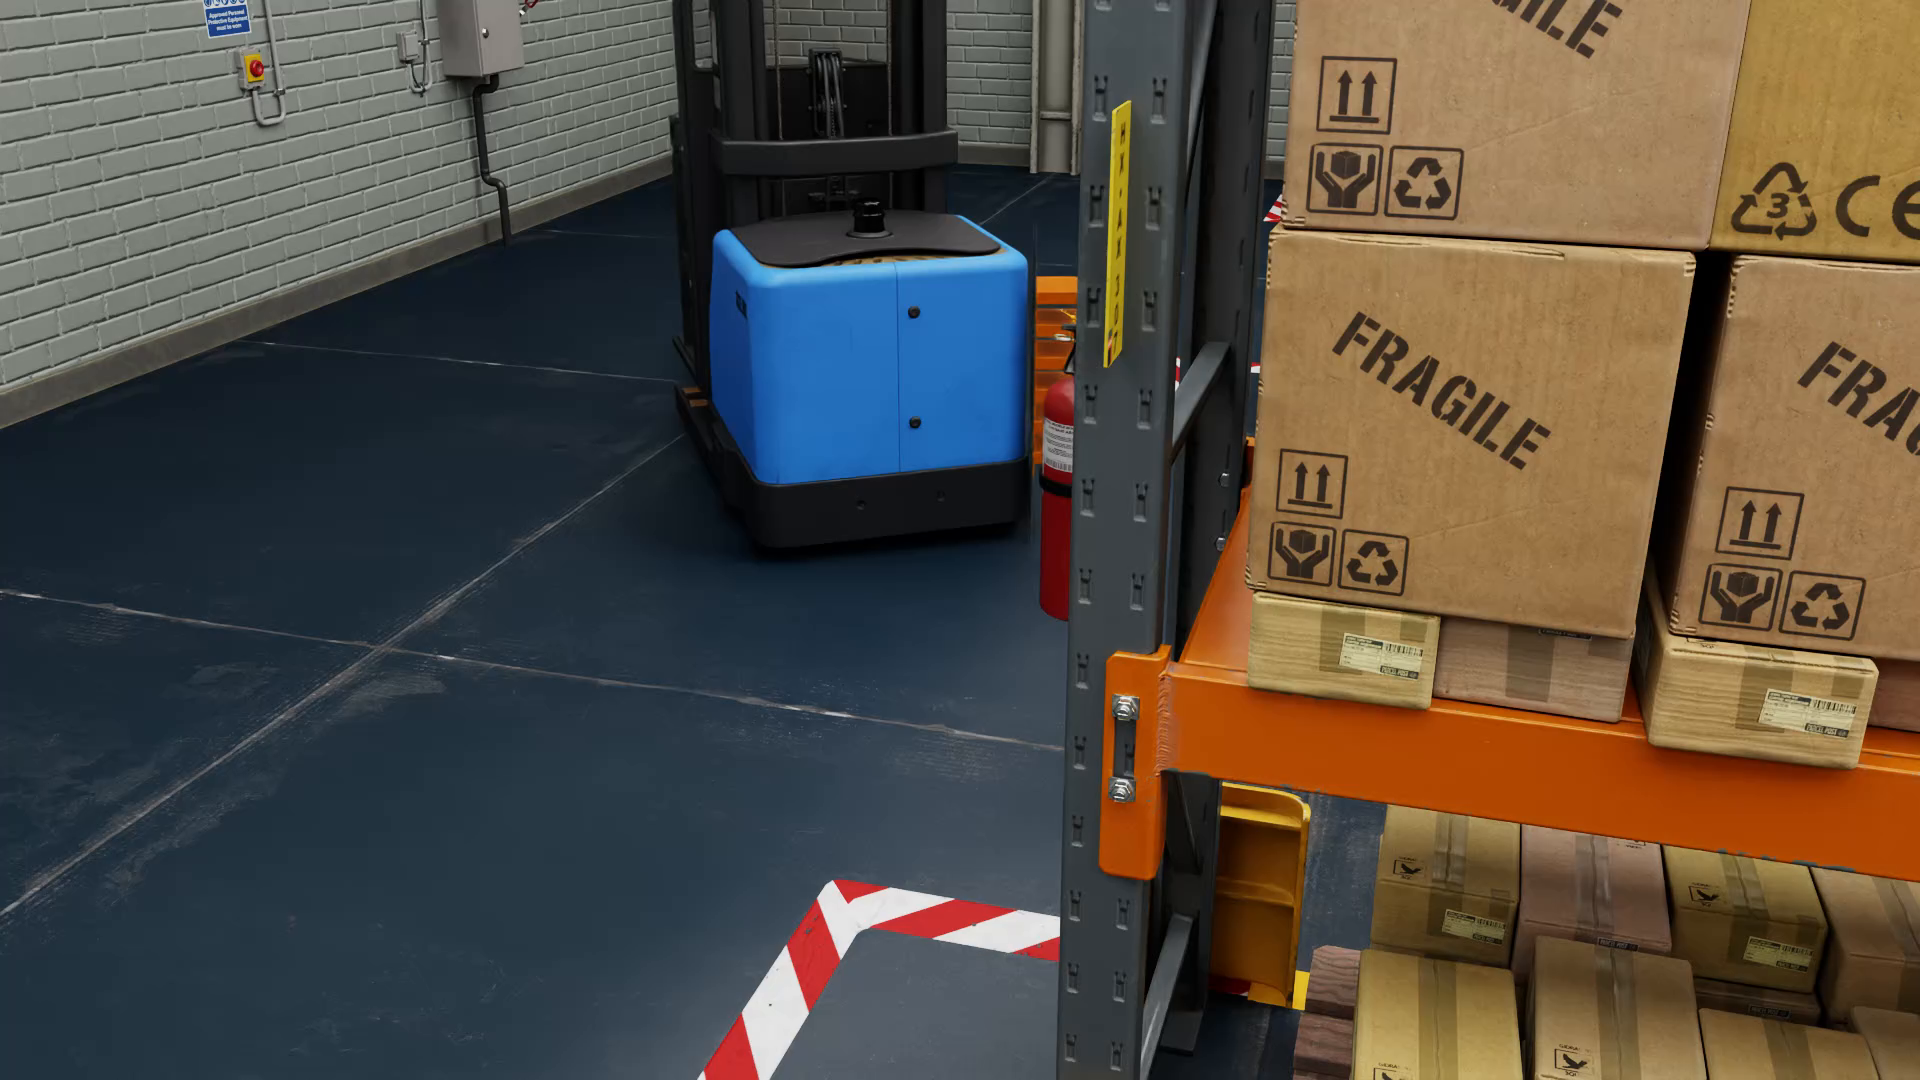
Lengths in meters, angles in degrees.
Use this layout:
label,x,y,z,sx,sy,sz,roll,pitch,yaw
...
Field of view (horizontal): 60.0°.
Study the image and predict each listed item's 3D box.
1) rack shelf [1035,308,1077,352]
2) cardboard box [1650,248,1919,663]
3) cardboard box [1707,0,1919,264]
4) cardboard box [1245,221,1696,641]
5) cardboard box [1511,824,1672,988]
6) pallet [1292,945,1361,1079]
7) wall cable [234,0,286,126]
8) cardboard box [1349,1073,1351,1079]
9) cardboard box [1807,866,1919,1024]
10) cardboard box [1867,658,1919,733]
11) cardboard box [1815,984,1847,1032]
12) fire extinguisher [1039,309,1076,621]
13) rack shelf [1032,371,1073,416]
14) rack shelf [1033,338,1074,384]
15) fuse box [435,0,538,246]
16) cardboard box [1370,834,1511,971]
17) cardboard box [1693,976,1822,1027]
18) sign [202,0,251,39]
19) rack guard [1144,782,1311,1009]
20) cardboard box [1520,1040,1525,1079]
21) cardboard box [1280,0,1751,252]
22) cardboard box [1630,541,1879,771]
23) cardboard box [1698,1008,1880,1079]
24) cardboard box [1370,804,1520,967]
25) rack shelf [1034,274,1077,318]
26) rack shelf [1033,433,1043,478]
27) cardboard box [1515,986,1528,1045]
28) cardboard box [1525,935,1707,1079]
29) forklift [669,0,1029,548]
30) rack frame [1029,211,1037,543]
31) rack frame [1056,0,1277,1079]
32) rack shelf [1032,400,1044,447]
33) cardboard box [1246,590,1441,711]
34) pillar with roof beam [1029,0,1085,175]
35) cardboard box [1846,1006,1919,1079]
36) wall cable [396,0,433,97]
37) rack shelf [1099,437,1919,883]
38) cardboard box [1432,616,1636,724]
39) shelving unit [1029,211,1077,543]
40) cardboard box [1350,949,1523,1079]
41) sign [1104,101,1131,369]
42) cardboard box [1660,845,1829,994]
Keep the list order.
label,x,y,z,sx,sy,sz,roll,pitch,yaw
rack shelf,0.360,-0.768,6.047,0.180,0.103,0.258,0,22,1
cardboard box,1.228,-0.170,2.208,0.500,0.500,0.500,7,23,16
cardboard box,1.196,-0.633,2.020,0.500,0.500,0.500,7,23,17
cardboard box,0.708,-0.220,2.329,0.500,0.500,0.500,8,24,18
cardboard box,1.162,0.679,3.082,0.250,0.149,0.380,7,23,17
pallet,1.198,1.215,3.029,1.213,0.211,1.003,7,23,16
wall cable,-3.714,-3.089,8.468,0.123,1.953,0.585,7,23,16
cardboard box,0.786,0.953,2.807,0.250,0.149,0.380,8,23,18
cardboard box,1.676,0.712,3.000,0.250,0.149,0.380,6,23,13
cardboard box,1.359,0.126,2.341,0.250,0.149,0.380,8,24,18
cardboard box,1.671,0.879,2.985,0.250,0.149,0.380,6,23,15
fire extinguisher,0.250,-0.172,3.331,0.183,0.674,0.296,7,23,16
rack shelf,0.360,-0.546,6.138,0.180,0.103,0.258,0,22,1
rack shelf,0.360,-0.657,6.092,0.180,0.103,0.258,0,22,1
fuse box,-2.967,-2.756,10.733,0.414,1.711,0.539,7,23,16
cardboard box,0.946,0.756,3.286,0.250,0.149,0.380,6,23,14
cardboard box,1.444,0.812,3.148,0.250,0.149,0.380,6,23,13
sign,-3.786,-2.719,8.589,0.001,0.218,0.327,7,23,16
rack guard,0.431,0.980,3.223,0.348,0.500,1.175,7,23,16
cardboard box,1.031,1.003,2.683,0.250,0.149,0.380,6,23,15
cardboard box,0.711,-0.686,2.149,0.500,0.500,0.500,6,23,15
cardboard box,1.071,0.147,2.289,0.250,0.149,0.380,6,23,14
cardboard box,1.264,0.906,2.529,0.250,0.149,0.380,6,23,15
cardboard box,0.938,0.630,3.200,0.250,0.149,0.380,7,23,16
rack shelf,0.359,-0.879,6.001,0.180,0.103,0.258,0,22,1
rack shelf,0.360,-0.324,6.229,0.180,0.103,0.258,0,22,1
cardboard box,1.181,0.804,3.168,0.250,0.149,0.380,6,23,14
cardboard box,1.060,0.832,2.709,0.250,0.149,0.380,7,23,16
forklift,-0.664,-1.857,6.935,1.130,2.935,3.031,-7,23,-16
rack frame,0.268,-0.588,6.122,0.006,1.200,0.240,0,22,1
rack frame,0.358,-0.185,2.769,0.127,3.000,1.000,7,23,16
rack shelf,0.360,-0.435,6.183,0.180,0.103,0.258,0,22,1
cardboard box,0.574,0.086,2.440,0.250,0.149,0.380,6,23,15
pillar with roof beam,-0.443,-5.633,8.145,0.400,9.000,9.100,7,23,16
cardboard box,1.526,0.903,2.536,0.250,0.149,0.380,5,23,13
wall cable,-3.315,-3.591,9.733,0.122,1.984,0.588,7,23,16
rack shelf,2.273,0.367,2.371,4.000,0.370,1.077,7,23,16
cardboard box,0.829,0.098,2.408,0.250,0.149,0.380,7,23,17
shelving unit,0.360,-0.587,6.121,0.189,1.200,0.258,0,22,1
cardboard box,0.762,0.845,2.677,0.250,0.149,0.380,5,23,13
sign,0.202,-0.389,2.124,0.005,0.325,0.100,7,23,16
cardboard box,1.447,0.661,3.126,0.250,0.149,0.380,6,23,14
